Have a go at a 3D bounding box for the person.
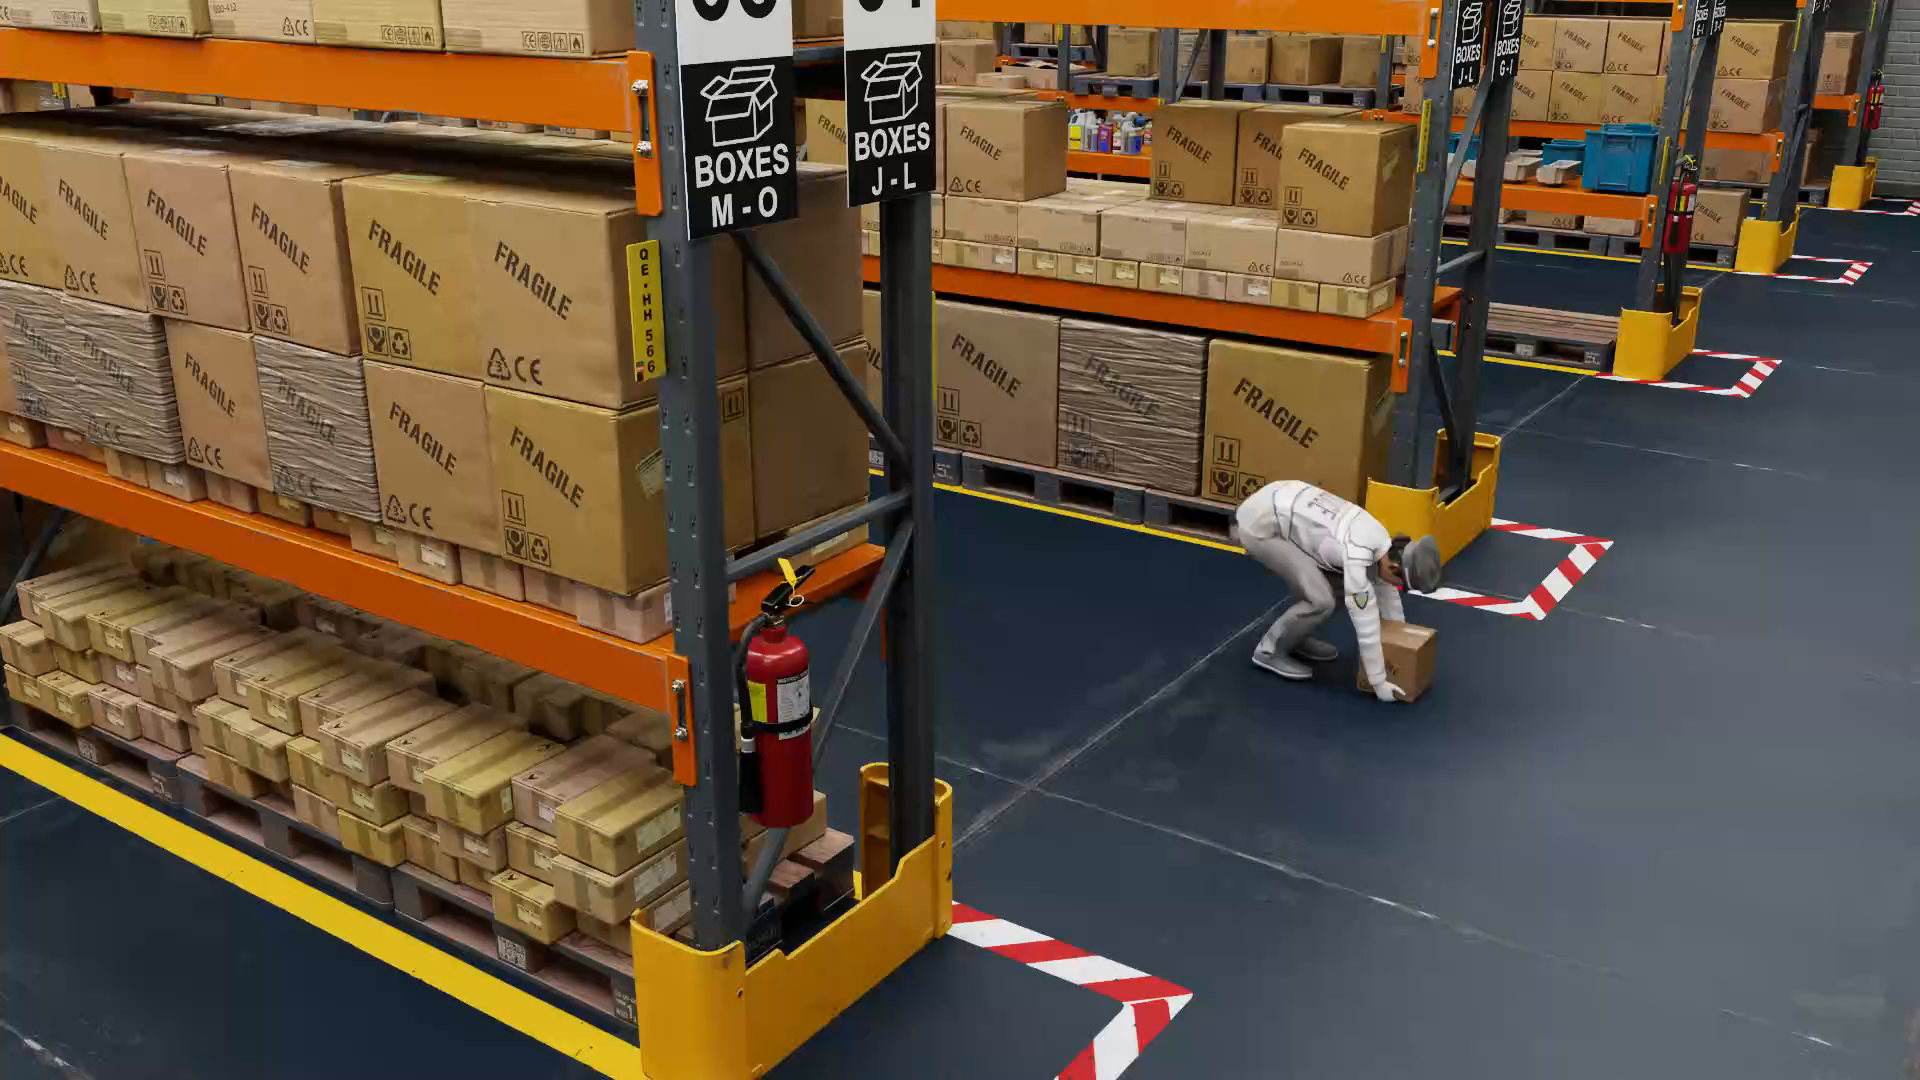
[{"bbox_3d":[1.636,0.197,7.263,0.889,0.842,0.469,12,23,30],"label":"person"}]
